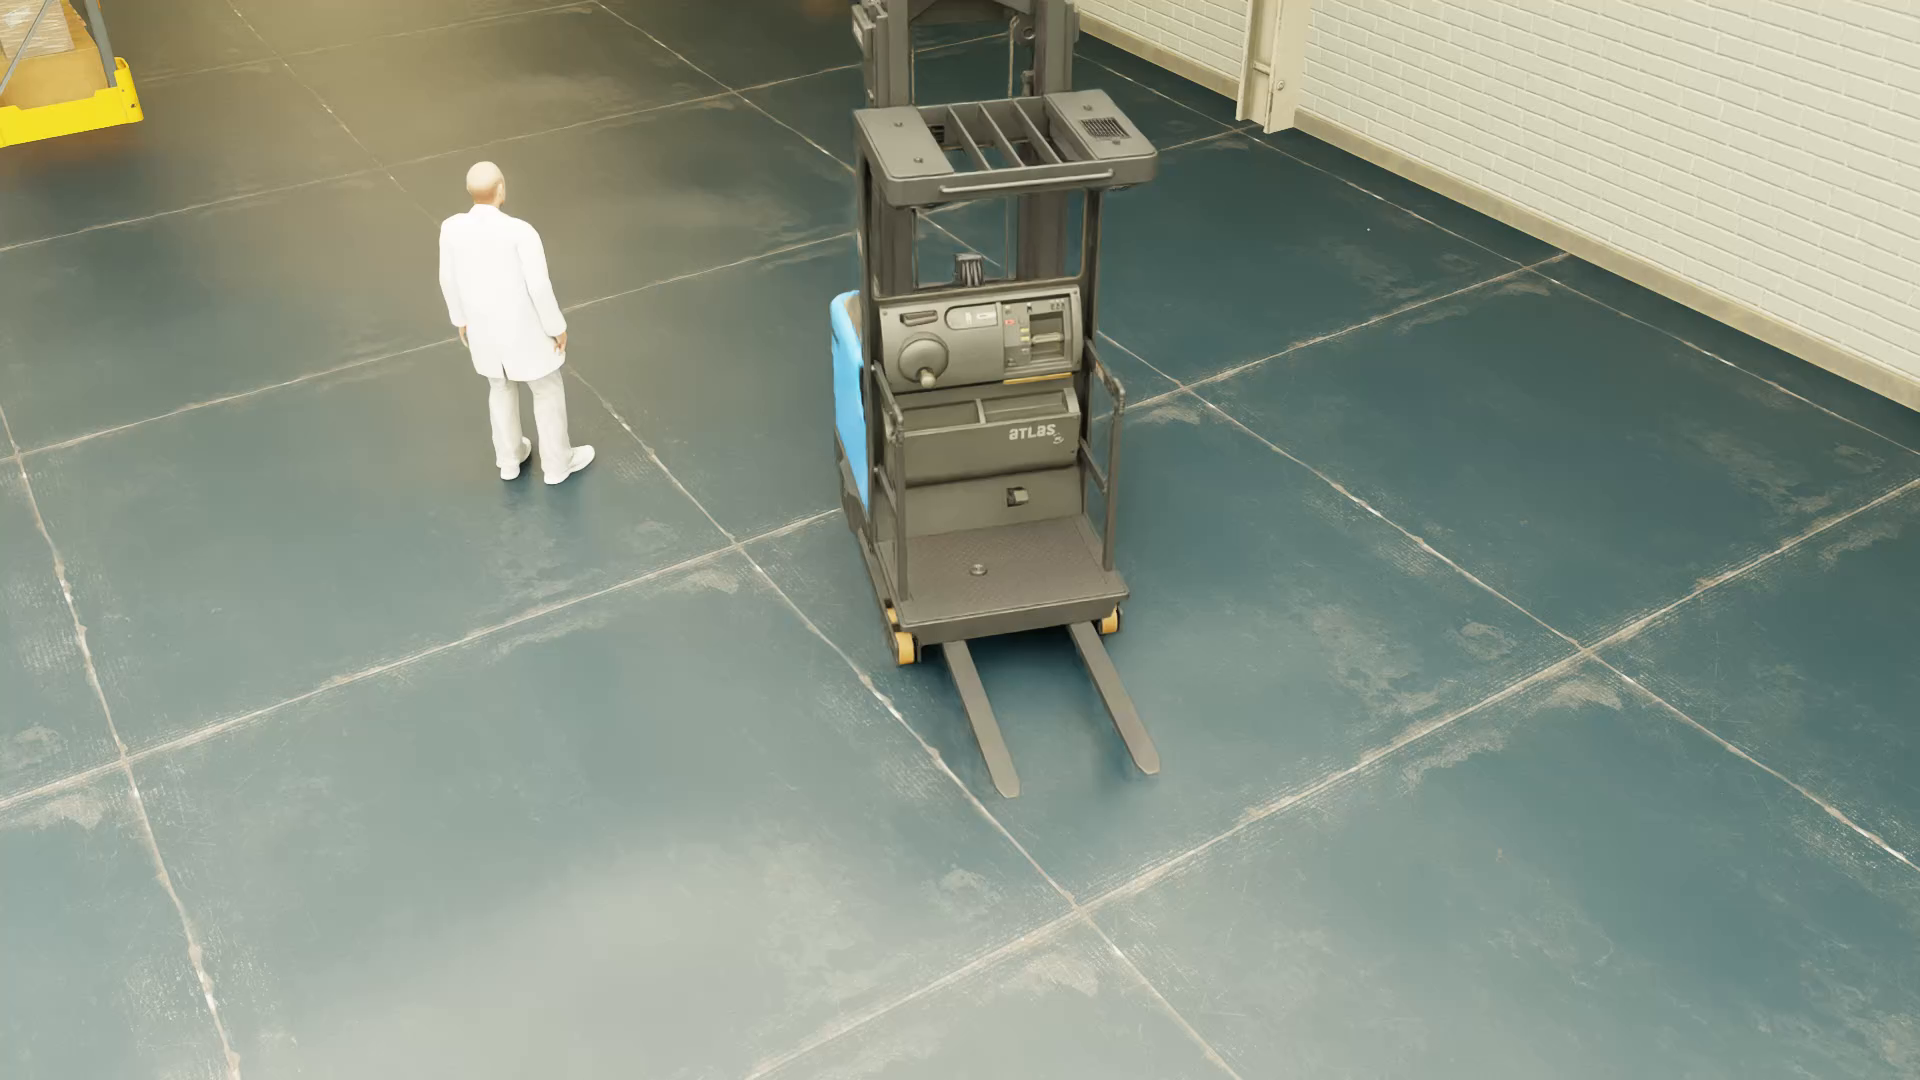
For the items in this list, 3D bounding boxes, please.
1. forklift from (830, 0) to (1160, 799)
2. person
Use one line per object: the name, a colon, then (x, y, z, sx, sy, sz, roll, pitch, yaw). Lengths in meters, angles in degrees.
forklift: (0.153, -0.851, 7.359, 1.130, 2.935, 3.031, -8, 36, -11)
person: (-2.371, -1.124, 8.756, 0.644, 1.772, 0.429, 8, 36, 11)
